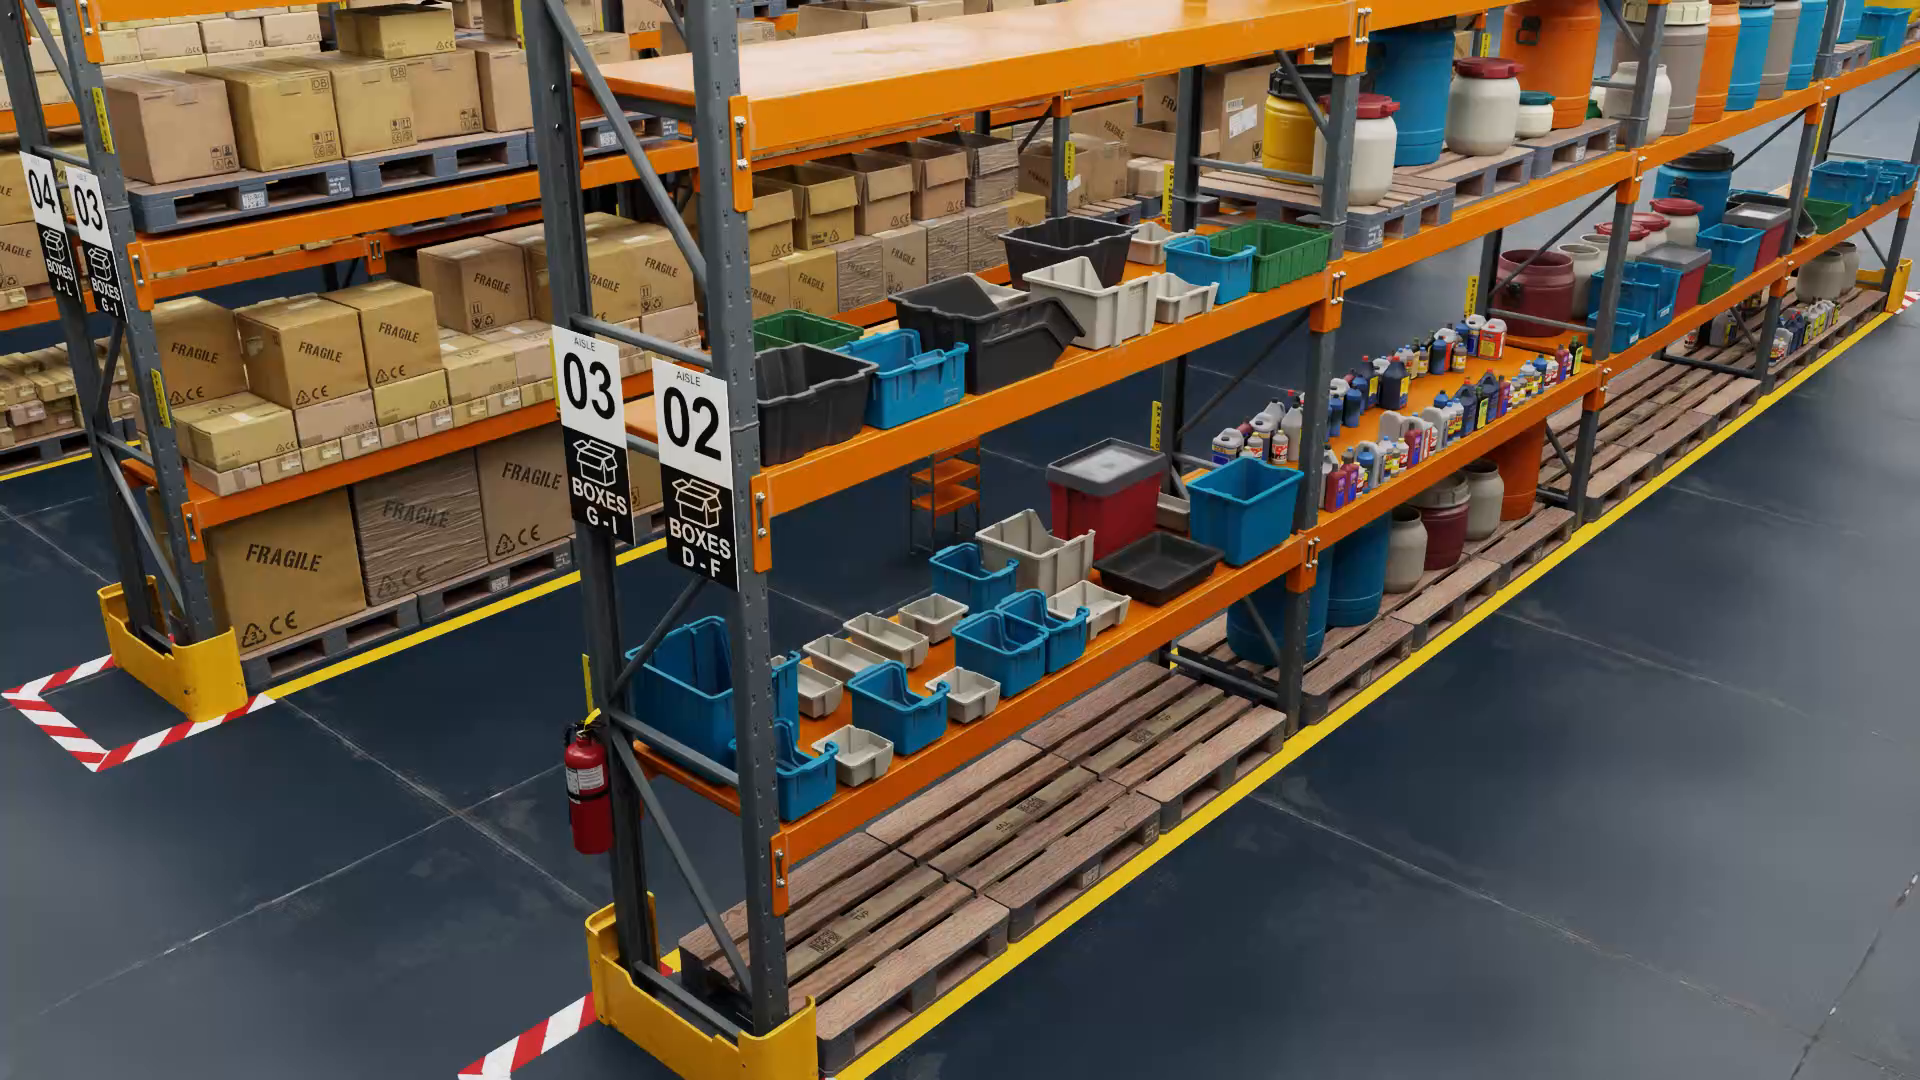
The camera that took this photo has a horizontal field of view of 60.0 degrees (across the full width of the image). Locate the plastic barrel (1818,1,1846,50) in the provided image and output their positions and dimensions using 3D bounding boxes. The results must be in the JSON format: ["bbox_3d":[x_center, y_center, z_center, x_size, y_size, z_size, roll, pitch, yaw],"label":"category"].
[{"bbox_3d":[7.334,-4.490,14.252,0.421,0.512,0.421,0,24,0],"label":"plastic barrel"}]

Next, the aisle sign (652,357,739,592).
[{"bbox_3d":[-0.936,-0.228,5.886,0.394,0.787,0.004,20,31,38],"label":"aisle sign"}]

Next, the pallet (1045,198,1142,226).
[{"bbox_3d":[0.938,-3.093,15.689,1.213,0.211,1.003,20,31,38],"label":"pallet"}]

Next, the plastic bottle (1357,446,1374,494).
[{"bbox_3d":[2.340,-0.411,9.628,0.097,0.271,0.097,0,24,0],"label":"plastic bottle"}]

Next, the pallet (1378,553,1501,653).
[{"bbox_3d":[2.921,0.312,11.268,1.003,0.211,1.213,20,31,38],"label":"pallet"}]

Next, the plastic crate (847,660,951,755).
[{"bbox_3d":[-0.260,0.718,7.084,0.416,0.233,0.300,20,31,38],"label":"plastic crate"}]

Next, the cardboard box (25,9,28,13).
[{"bbox_3d":[-7.542,-4.156,13.242,0.380,0.149,0.250,21,32,39],"label":"cardboard box"}]

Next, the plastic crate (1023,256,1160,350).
[{"bbox_3d":[0.600,-1.051,7.376,0.437,0.282,0.530,20,31,38],"label":"plastic crate"}]

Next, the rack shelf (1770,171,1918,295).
[{"bbox_3d":[8.235,-3.082,16.308,1.077,0.370,4.000,20,31,38],"label":"rack shelf"}]

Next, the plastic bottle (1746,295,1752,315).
[{"bbox_3d":[7.899,-2.404,16.713,0.097,0.271,0.097,0,24,0],"label":"plastic bottle"}]

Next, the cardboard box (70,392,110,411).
[{"bbox_3d":[-7.309,-1.214,13.870,0.380,0.149,0.250,21,32,39],"label":"cardboard box"}]

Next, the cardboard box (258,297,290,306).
[{"bbox_3d":[-6.366,-2.147,15.588,0.380,0.149,0.250,22,32,40],"label":"cardboard box"}]

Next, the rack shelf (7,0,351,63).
[{"bbox_3d":[-3.463,-3.333,10.025,1.077,0.370,4.000,20,31,38],"label":"rack shelf"}]

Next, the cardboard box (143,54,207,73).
[{"bbox_3d":[-6.561,-3.874,13.713,0.500,0.250,0.500,20,31,37],"label":"cardboard box"}]

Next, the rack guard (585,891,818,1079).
[{"bbox_3d":[-1.115,2.007,7.135,1.175,0.500,0.348,20,31,38],"label":"rack guard"}]

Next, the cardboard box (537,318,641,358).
[{"bbox_3d":[-2.571,-1.419,11.539,0.500,0.250,0.500,21,32,39],"label":"cardboard box"}]

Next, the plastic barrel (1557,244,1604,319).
[{"bbox_3d":[4.758,-2.005,12.890,0.421,0.512,0.421,0,24,0],"label":"plastic barrel"}]

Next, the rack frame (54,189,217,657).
[{"bbox_3d":[-4.797,-0.497,9.664,1.000,3.000,0.127,20,31,38],"label":"rack frame"}]

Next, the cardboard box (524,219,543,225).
[{"bbox_3d":[-4.403,-3.267,17.467,0.500,0.250,0.500,20,31,38],"label":"cardboard box"}]

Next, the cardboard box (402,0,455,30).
[{"bbox_3d":[-5.010,-4.832,15.260,0.500,0.311,0.500,20,31,37],"label":"cardboard box"}]

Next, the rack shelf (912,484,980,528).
[{"bbox_3d":[-0.110,-0.254,11.972,0.258,0.148,0.480,20,31,38],"label":"rack shelf"}]

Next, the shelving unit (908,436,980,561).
[{"bbox_3d":[-0.110,-0.497,11.863,0.258,1.200,0.503,20,31,38],"label":"shelving unit"}]

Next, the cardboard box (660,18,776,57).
[{"bbox_3d":[-1.748,-3.501,12.062,0.700,0.500,0.500,21,32,39],"label":"cardboard box"}]

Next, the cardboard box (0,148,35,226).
[{"bbox_3d":[-7.594,-2.740,12.958,0.500,0.500,0.500,21,32,39],"label":"cardboard box"}]

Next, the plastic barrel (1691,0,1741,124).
[{"bbox_3d":[5.376,-3.537,12.253,0.600,0.830,0.708,20,31,38],"label":"plastic barrel"}]

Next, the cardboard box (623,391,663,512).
[{"bbox_3d":[-2.628,-0.759,12.331,0.875,0.875,0.875,20,31,38],"label":"cardboard box"}]

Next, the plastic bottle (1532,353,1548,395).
[{"bbox_3d":[3.903,-1.124,11.219,0.097,0.271,0.097,0,24,0],"label":"plastic bottle"}]

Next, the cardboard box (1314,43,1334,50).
[{"bbox_3d":[3.974,-5.308,18.685,0.500,0.500,0.500,20,31,38],"label":"cardboard box"}]

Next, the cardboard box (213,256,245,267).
[{"bbox_3d":[-6.433,-2.499,14.437,0.380,0.149,0.250,19,30,35],"label":"cardboard box"}]

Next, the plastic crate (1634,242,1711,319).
[{"bbox_3d":[5.537,-2.020,12.982,0.402,0.464,0.583,20,31,38],"label":"plastic crate"}]

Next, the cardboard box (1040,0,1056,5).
[{"bbox_3d":[1.047,-4.650,14.526,0.500,0.500,0.500,20,31,38],"label":"cardboard box"}]

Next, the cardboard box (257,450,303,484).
[{"bbox_3d":[-4.145,-0.479,9.931,0.380,0.149,0.250,20,31,37],"label":"cardboard box"}]

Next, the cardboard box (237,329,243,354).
[{"bbox_3d":[-6.443,-1.752,14.706,0.380,0.149,0.250,18,30,35],"label":"cardboard box"}]

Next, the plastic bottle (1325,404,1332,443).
[{"bbox_3d":[2.269,-0.750,10.384,0.097,0.271,0.097,0,24,0],"label":"plastic bottle"}]

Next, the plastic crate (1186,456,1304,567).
[{"bbox_3d":[1.503,-0.148,8.832,0.392,0.384,0.575,20,31,38],"label":"plastic crate"}]

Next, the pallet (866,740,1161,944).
[{"bbox_3d":[0.285,1.517,8.580,1.003,0.211,1.213,20,31,38],"label":"pallet"}]

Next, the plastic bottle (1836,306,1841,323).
[{"bbox_3d":[8.670,-2.264,16.488,0.097,0.201,0.097,0,24,0],"label":"plastic bottle"}]

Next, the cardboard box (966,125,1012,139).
[{"bbox_3d":[0.057,-4.933,21.641,0.875,0.875,0.875,21,31,38],"label":"cardboard box"}]

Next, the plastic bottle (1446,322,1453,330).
[{"bbox_3d":[3.447,-1.398,11.815,0.061,0.283,0.133,20,31,38],"label":"plastic bottle"}]

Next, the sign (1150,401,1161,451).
[{"bbox_3d":[1.152,-0.641,9.645,0.100,0.325,0.005,20,31,38],"label":"sign"}]

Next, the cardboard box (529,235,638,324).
[{"bbox_3d":[-2.573,-1.761,11.385,0.500,0.500,0.500,21,31,38],"label":"cardboard box"}]

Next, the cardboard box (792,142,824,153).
[{"bbox_3d":[-1.910,-4.738,18.999,0.500,0.500,0.500,20,31,37],"label":"cardboard box"}]

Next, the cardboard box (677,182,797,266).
[{"bbox_3d":[-1.708,-2.416,12.595,0.797,0.503,0.637,19,30,36],"label":"cardboard box"}]

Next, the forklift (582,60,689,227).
[{"bbox_3d":[-2.658,-2.963,15.247,1.130,2.935,3.031,19,31,36],"label":"forklift"}]

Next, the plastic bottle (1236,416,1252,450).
[{"bbox_3d":[1.703,-0.602,10.039,0.061,0.283,0.133,20,31,38],"label":"plastic bottle"}]

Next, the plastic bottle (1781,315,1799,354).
[{"bbox_3d":[7.748,-1.926,15.550,0.144,0.351,0.185,21,32,39],"label":"plastic bottle"}]

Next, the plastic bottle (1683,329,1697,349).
[{"bbox_3d":[6.910,-1.920,15.721,0.097,0.201,0.097,0,24,0],"label":"plastic bottle"}]

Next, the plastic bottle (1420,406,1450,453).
[{"bbox_3d":[2.926,-0.697,10.260,0.152,0.276,0.135,20,31,38],"label":"plastic bottle"}]

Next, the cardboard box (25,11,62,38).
[{"bbox_3d":[-7.116,-4.000,12.896,0.380,0.149,0.250,21,32,39],"label":"cardboard box"}]

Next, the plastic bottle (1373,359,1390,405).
[{"bbox_3d":[2.775,-1.060,11.070,0.152,0.276,0.135,20,31,38],"label":"plastic bottle"}]

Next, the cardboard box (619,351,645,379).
[{"bbox_3d":[-2.430,-1.262,11.677,0.380,0.149,0.250,20,31,37],"label":"cardboard box"}]

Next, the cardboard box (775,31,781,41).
[{"bbox_3d":[-3.005,-7.407,24.590,0.500,0.500,0.500,20,31,37],"label":"cardboard box"}]

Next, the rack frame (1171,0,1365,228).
[{"bbox_3d":[1.561,-3.101,8.138,1.000,3.000,0.127,20,31,38],"label":"rack frame"}]

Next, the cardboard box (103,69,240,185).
[{"bbox_3d":[-4.490,-2.322,9.310,0.700,0.500,0.500,18,30,34],"label":"cardboard box"}]

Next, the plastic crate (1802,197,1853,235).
[{"bbox_3d":[8.016,-3.041,15.596,0.450,0.188,0.662,20,31,38],"label":"plastic crate"}]

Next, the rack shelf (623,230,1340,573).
[{"bbox_3d":[0.226,-0.795,7.540,1.077,0.370,4.000,20,31,38],"label":"rack shelf"}]

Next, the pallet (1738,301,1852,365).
[{"bbox_3d":[8.193,-2.095,16.636,1.003,0.211,1.213,20,31,38],"label":"pallet"}]

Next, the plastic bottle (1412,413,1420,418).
[{"bbox_3d":[2.821,-0.691,10.339,0.097,0.201,0.097,0,24,0],"label":"plastic bottle"}]
